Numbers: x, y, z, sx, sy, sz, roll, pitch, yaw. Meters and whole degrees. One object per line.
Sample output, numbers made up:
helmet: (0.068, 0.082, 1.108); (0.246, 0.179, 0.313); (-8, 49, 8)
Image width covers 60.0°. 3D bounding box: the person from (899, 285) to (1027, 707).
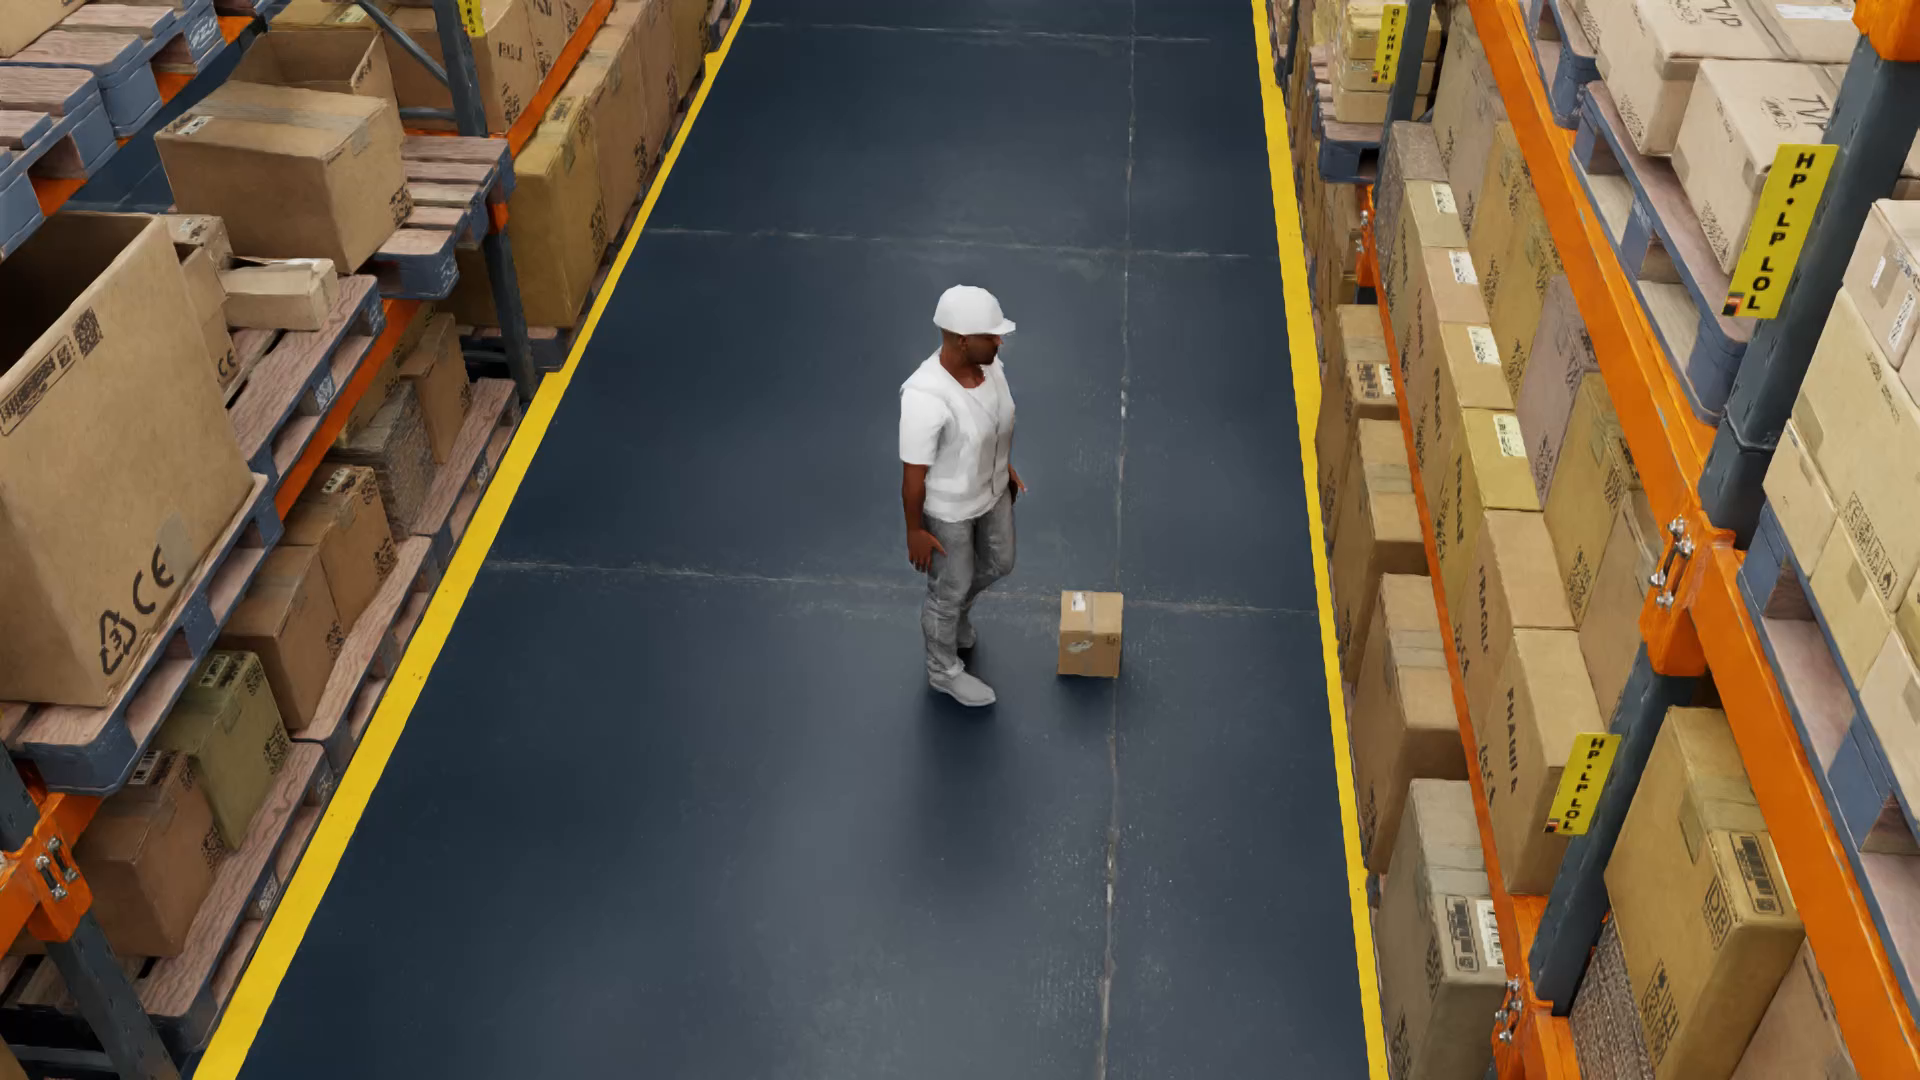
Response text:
person: (-0.001, -0.162, 6.337); (0.523, 1.763, 0.627); (24, 45, 26)
